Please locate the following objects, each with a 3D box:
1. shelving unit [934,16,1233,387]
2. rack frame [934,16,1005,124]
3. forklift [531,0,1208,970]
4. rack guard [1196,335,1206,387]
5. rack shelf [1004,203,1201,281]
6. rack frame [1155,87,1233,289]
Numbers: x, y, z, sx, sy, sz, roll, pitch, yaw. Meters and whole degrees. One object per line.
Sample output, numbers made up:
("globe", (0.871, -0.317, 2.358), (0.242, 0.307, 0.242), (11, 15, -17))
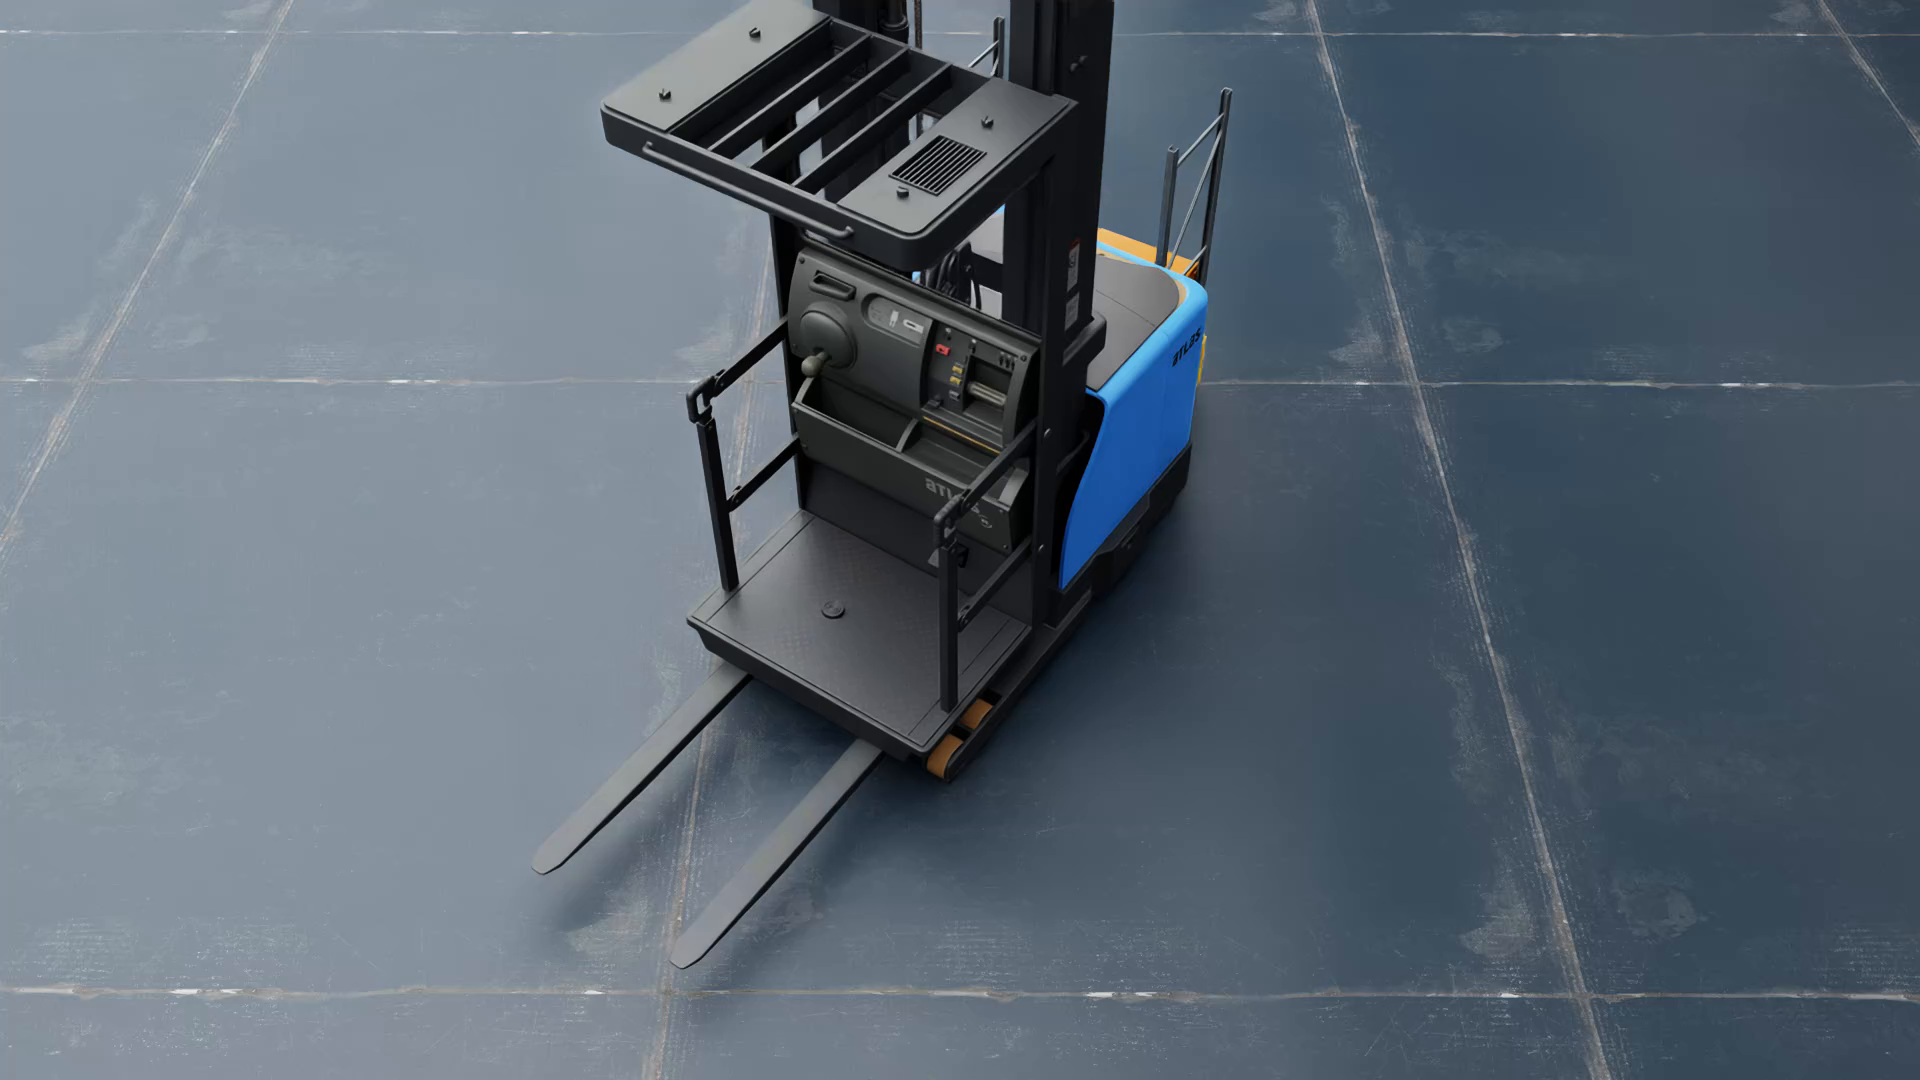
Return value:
("shelving unit", (0.480, -1.264, 6.982), (1.083, 1.500, 0.587), (24, 52, 21))
("rack frame", (0.039, -1.462, 7.167), (0.032, 1.500, 0.500), (24, 52, 21))
("forklift", (-0.296, -0.538, 5.329), (1.130, 2.935, 3.031), (27, 53, 23))
("rack guard", (0.904, -0.646, 7.261), (0.087, 0.250, 0.587), (24, 52, 21))
("rack shelf", (0.472, -1.145, 7.117), (1.000, 0.185, 0.538), (24, 52, 21))
("rack frame", (0.905, -1.072, 6.804), (0.032, 1.500, 0.500), (24, 52, 21))
